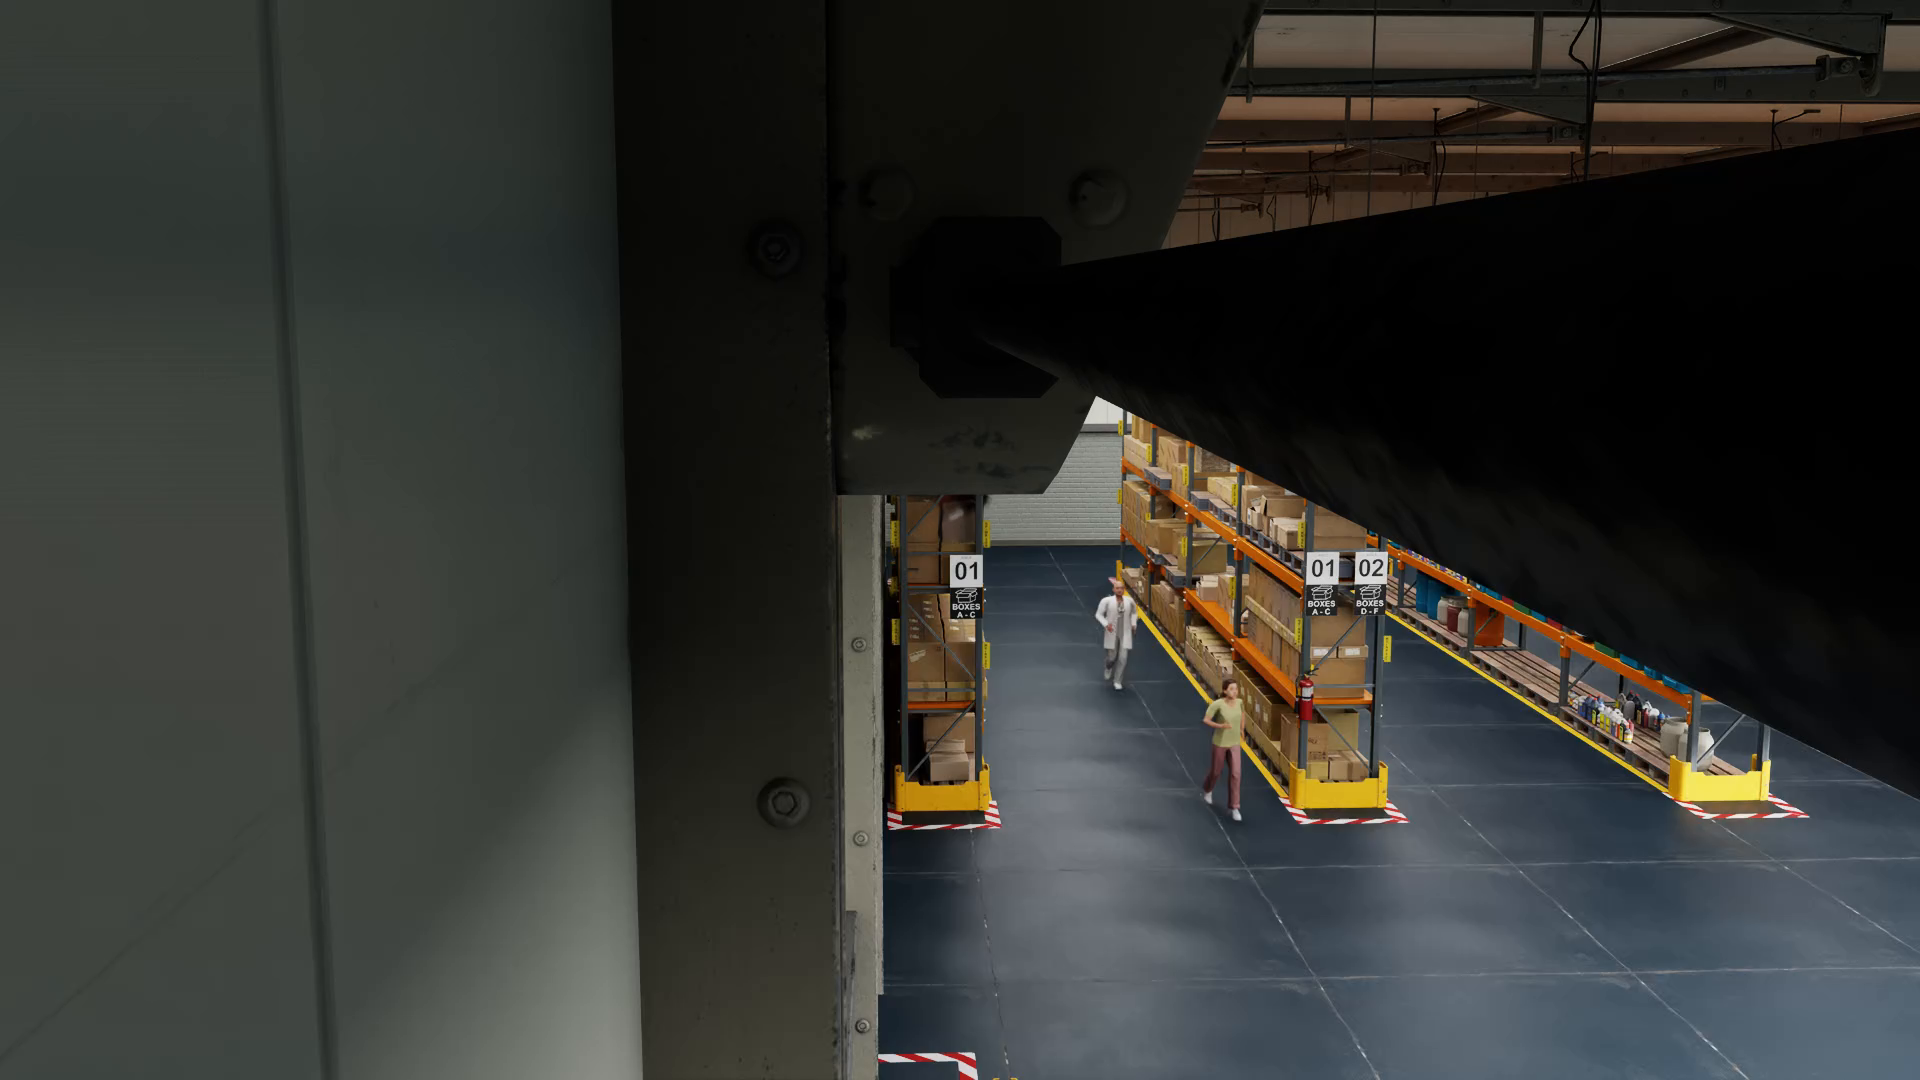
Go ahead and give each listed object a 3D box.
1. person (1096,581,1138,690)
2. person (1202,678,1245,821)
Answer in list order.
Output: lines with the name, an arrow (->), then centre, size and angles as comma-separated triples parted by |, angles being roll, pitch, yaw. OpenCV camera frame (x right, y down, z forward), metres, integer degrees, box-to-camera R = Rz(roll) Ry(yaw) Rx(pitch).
person -> 2.544, 1.520, 26.864 | 0.707, 1.733, 0.681 | -1, 8, -7
person -> 3.263, 2.507, 20.315 | 0.608, 1.631, 1.003 | -1, 9, -10
